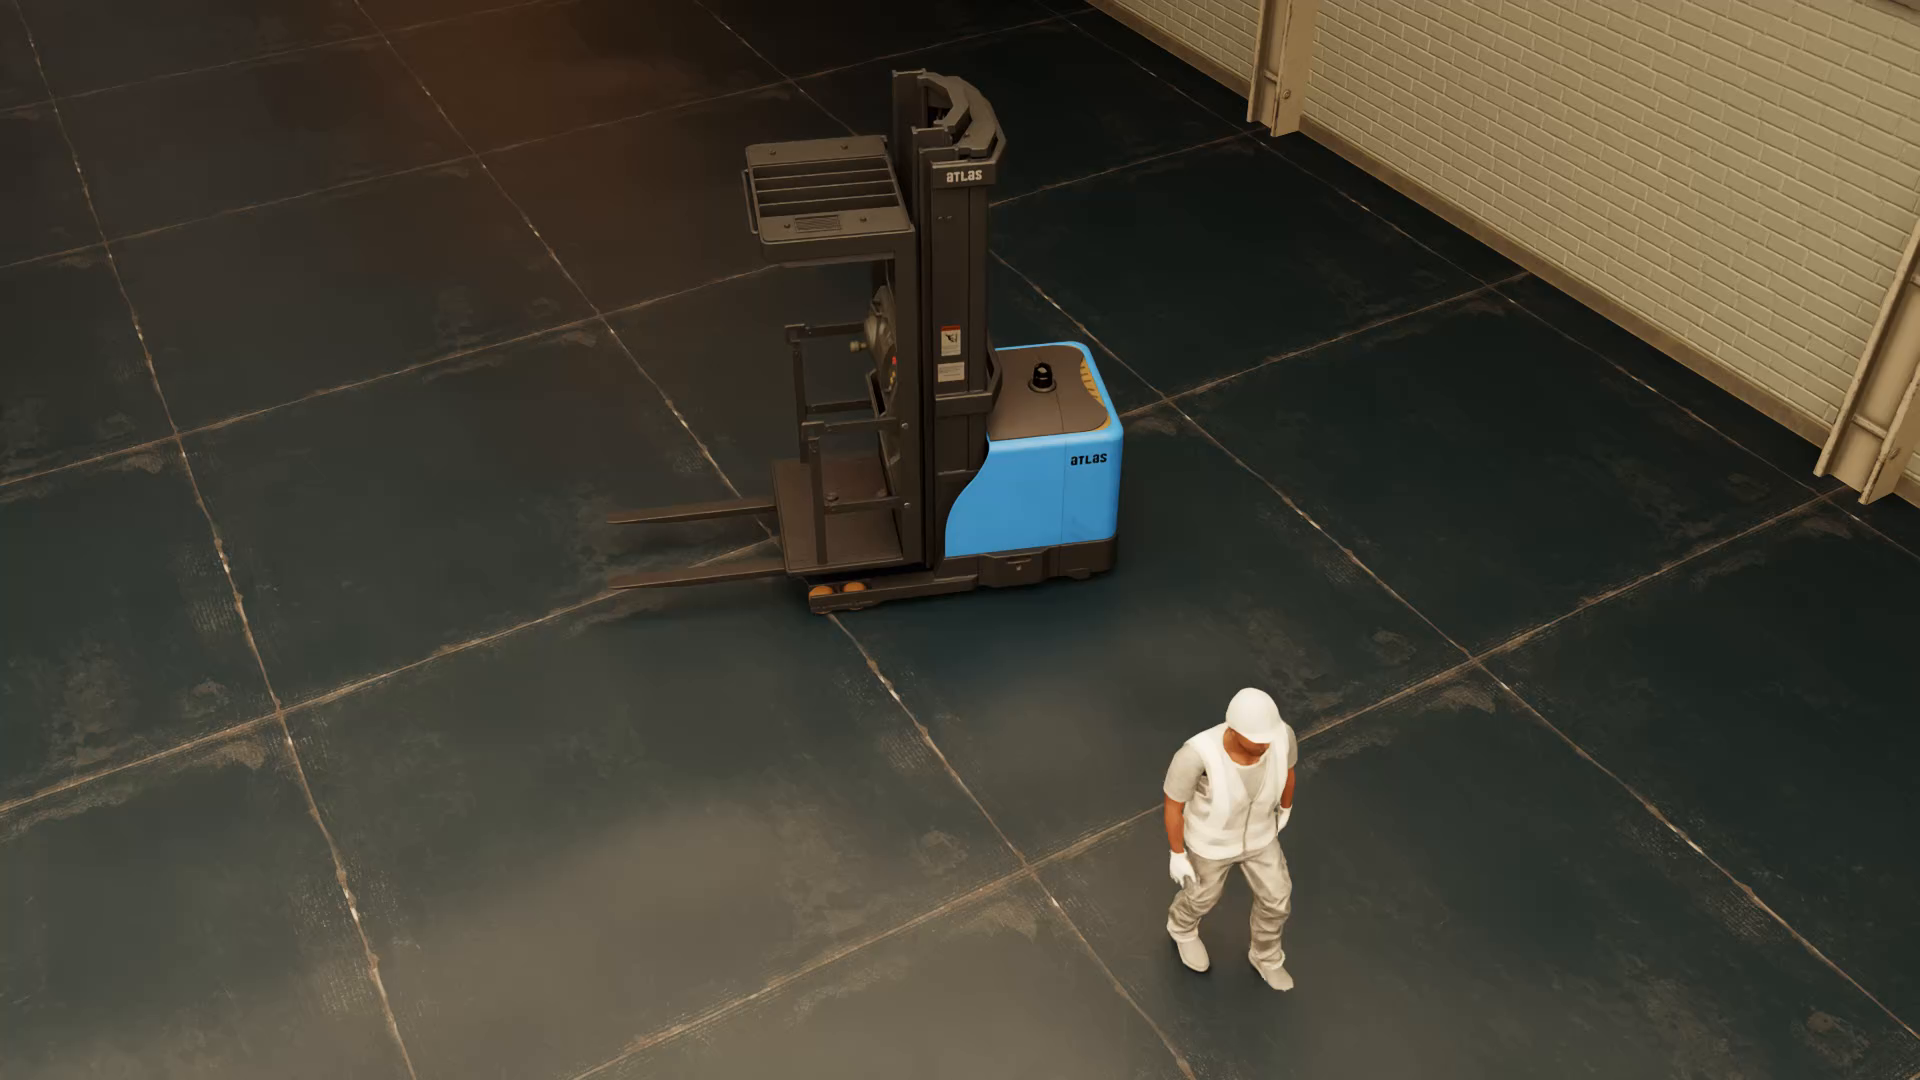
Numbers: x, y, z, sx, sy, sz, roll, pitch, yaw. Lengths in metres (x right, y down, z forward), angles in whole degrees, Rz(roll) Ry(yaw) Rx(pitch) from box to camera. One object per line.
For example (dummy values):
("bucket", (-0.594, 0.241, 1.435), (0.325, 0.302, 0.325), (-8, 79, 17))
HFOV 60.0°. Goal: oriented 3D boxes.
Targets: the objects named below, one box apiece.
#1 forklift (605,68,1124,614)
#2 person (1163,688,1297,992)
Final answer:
("forklift", (-0.620, -1.059, 9.313), (3.031, 2.935, 1.130), (-6, 40, -8))
("person", (1.221, 1.361, 7.356), (0.650, 1.823, 0.550), (-12, 41, -14))
